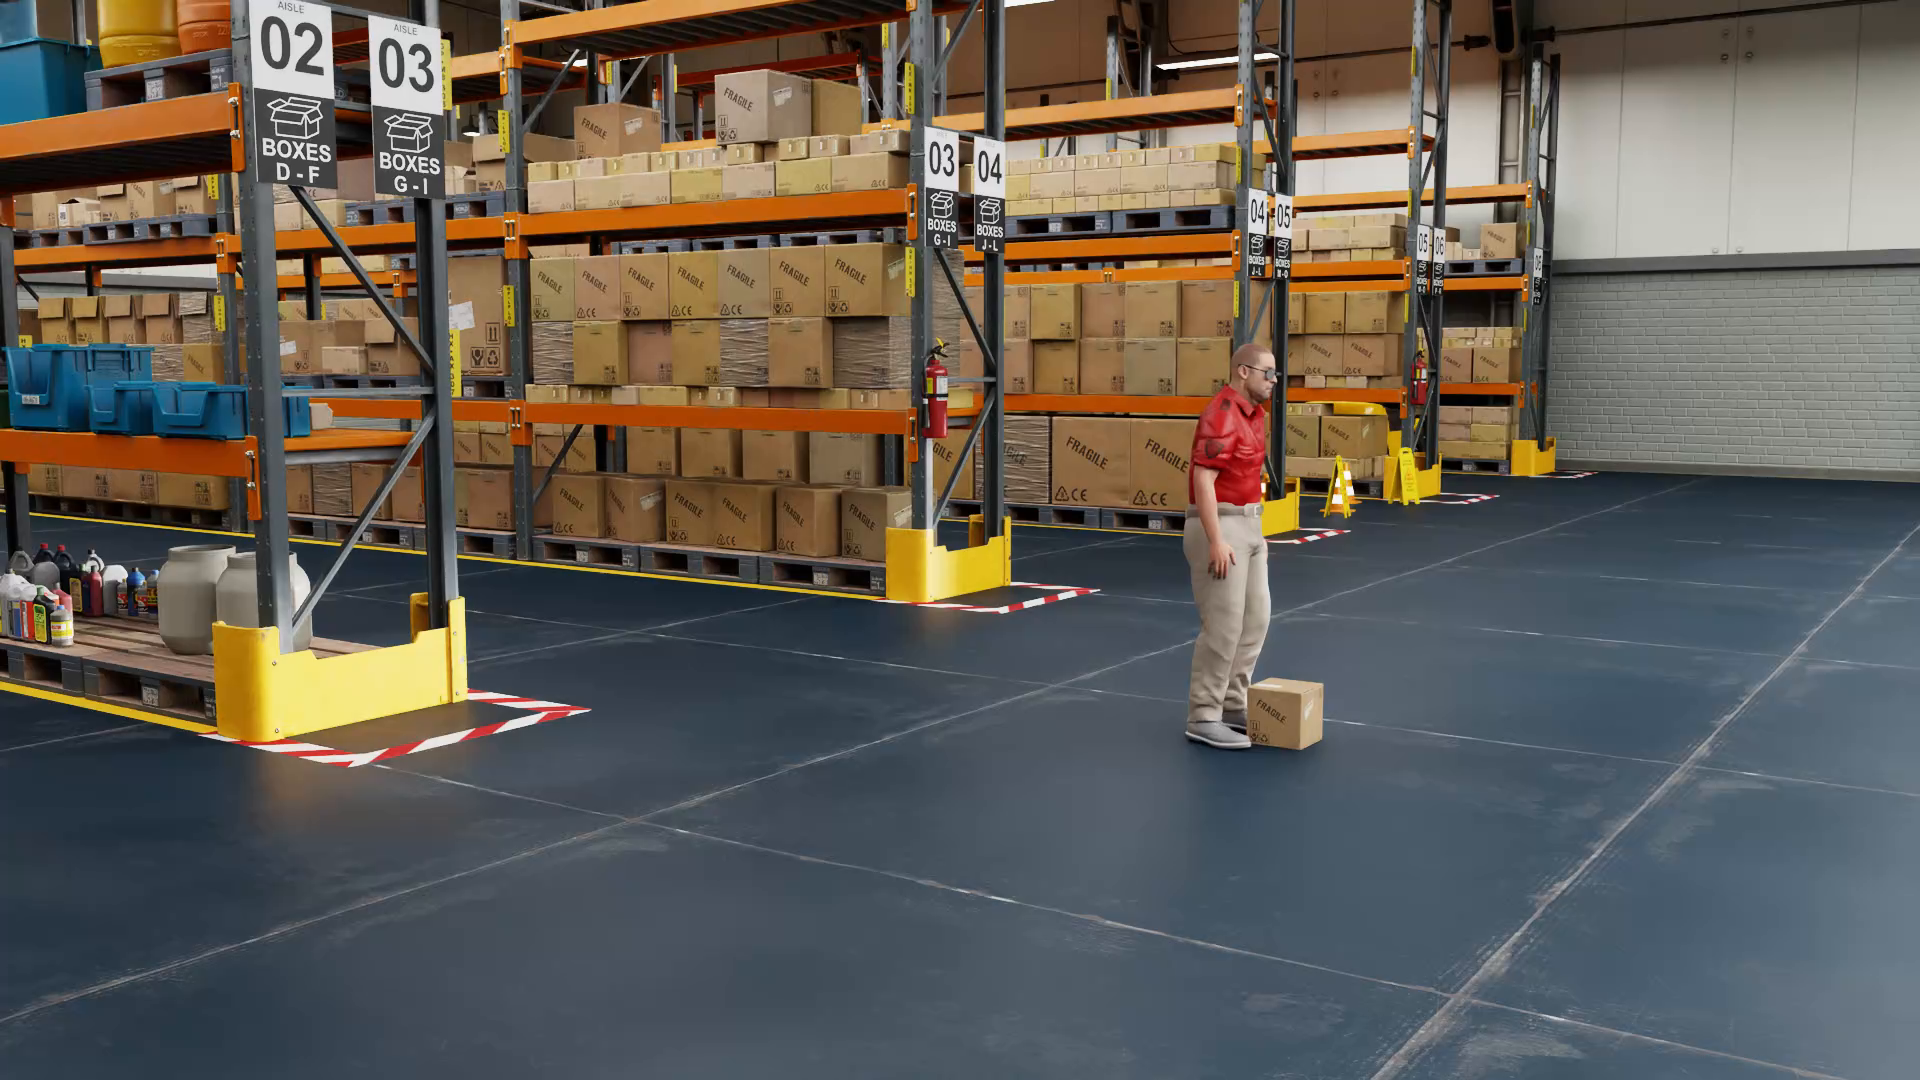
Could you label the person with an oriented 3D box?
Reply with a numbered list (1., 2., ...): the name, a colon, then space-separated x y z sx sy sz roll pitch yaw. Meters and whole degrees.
1. person: 1.201 0.005 7.288 0.393 1.727 0.586 4 8 34
